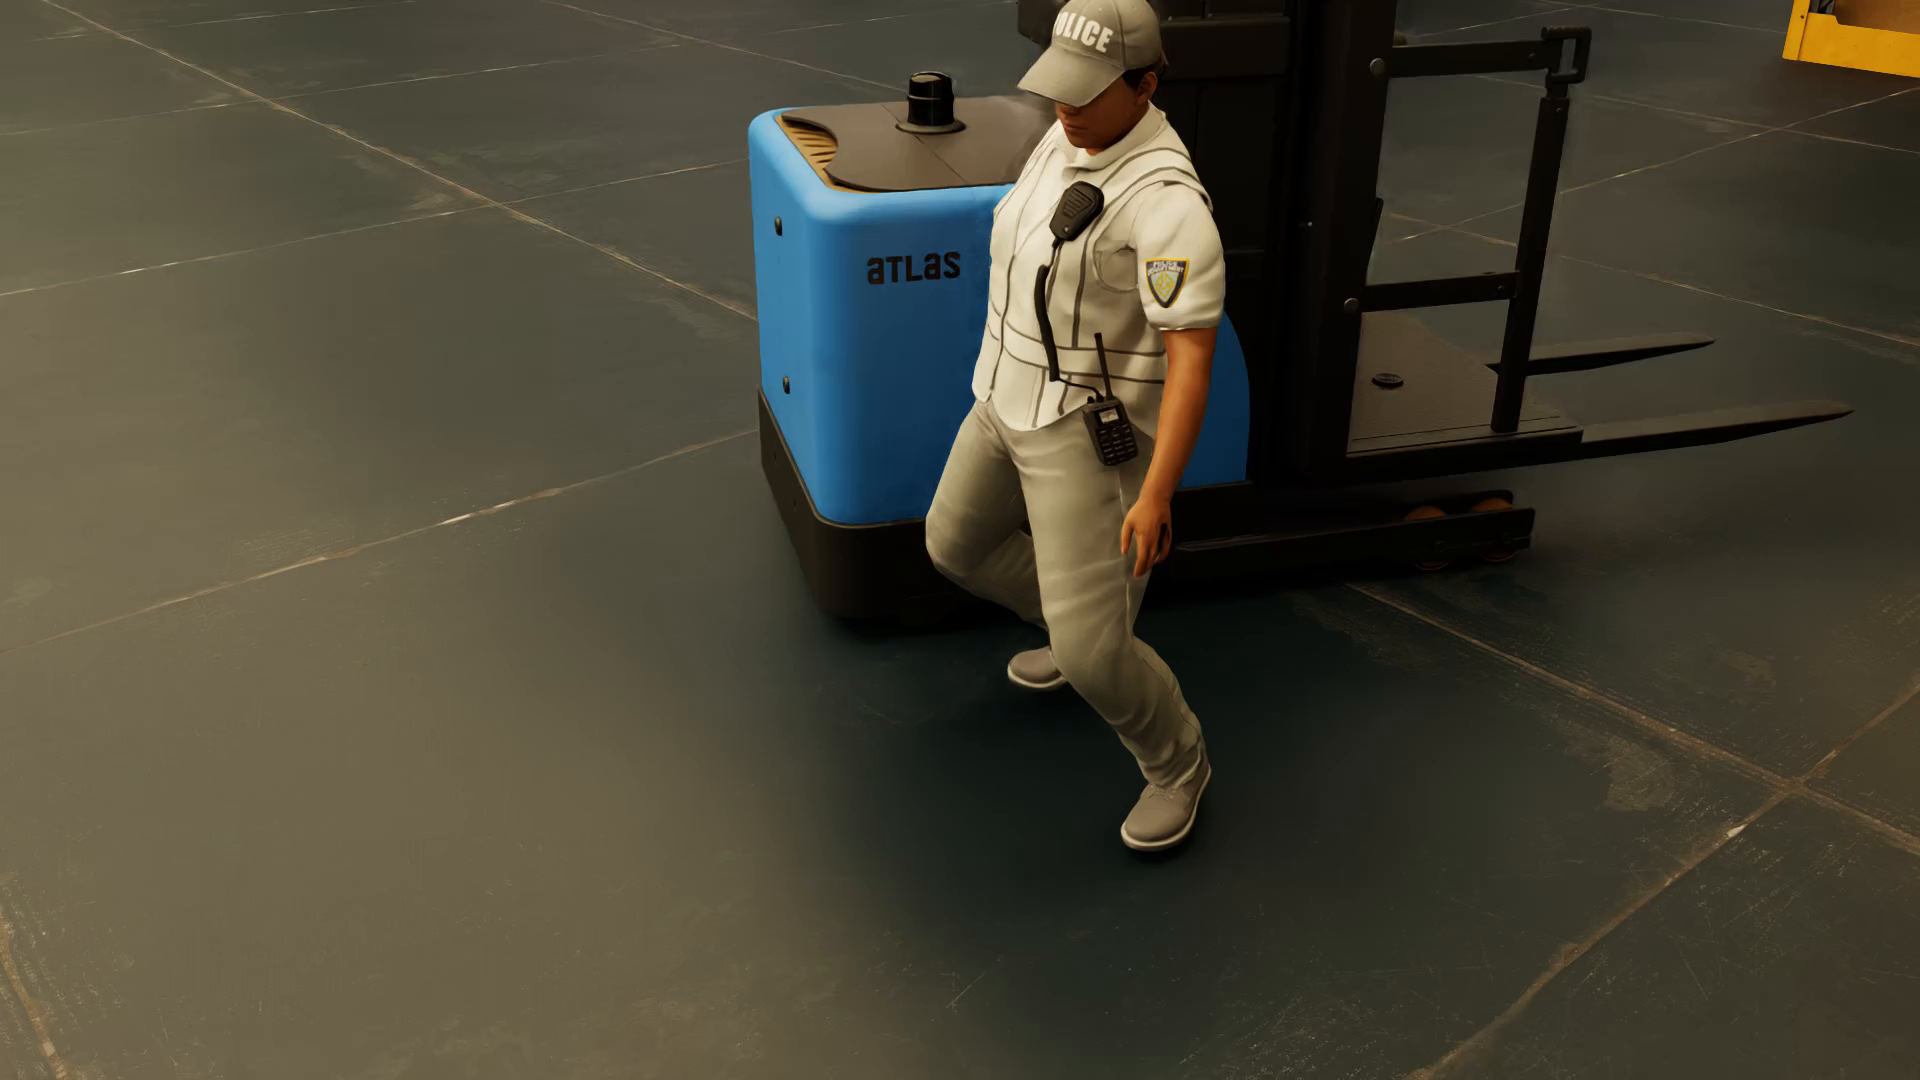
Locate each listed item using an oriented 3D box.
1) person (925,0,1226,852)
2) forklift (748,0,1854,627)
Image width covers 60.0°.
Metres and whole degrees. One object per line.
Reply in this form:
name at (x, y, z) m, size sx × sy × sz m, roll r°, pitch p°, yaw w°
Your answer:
person at (0.233, -0.260, 3.197) m, size 0.485 × 1.572 × 0.827 m, roll -10°, pitch 28°, yaw -19°
forklift at (1.007, -1.452, 4.129) m, size 3.031 × 2.935 × 1.130 m, roll -7°, pitch 27°, yaw -14°
